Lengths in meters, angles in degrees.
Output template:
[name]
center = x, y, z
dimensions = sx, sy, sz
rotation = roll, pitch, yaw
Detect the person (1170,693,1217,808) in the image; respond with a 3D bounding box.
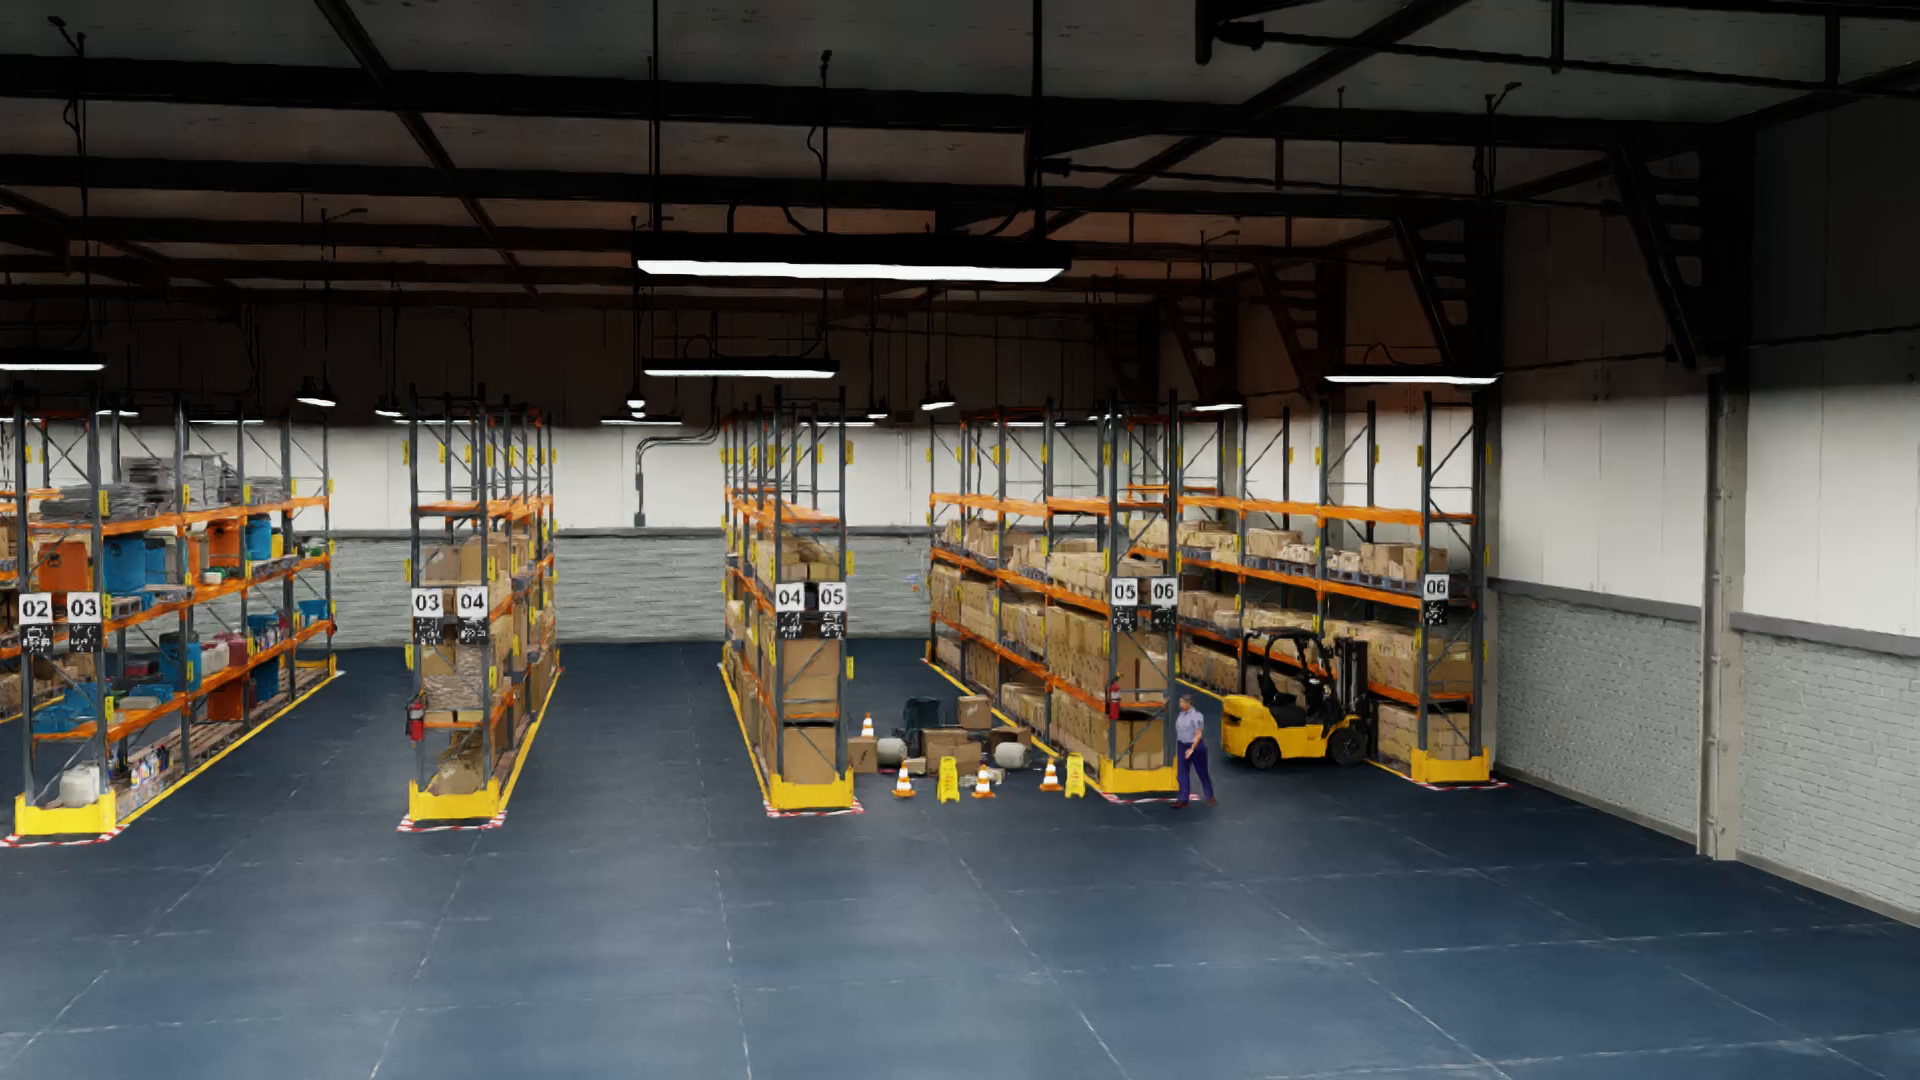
[person]
center = 3.333, 3.079, 23.713
dimensions = 0.688, 1.446, 0.518
rotation = -2, 4, -39
